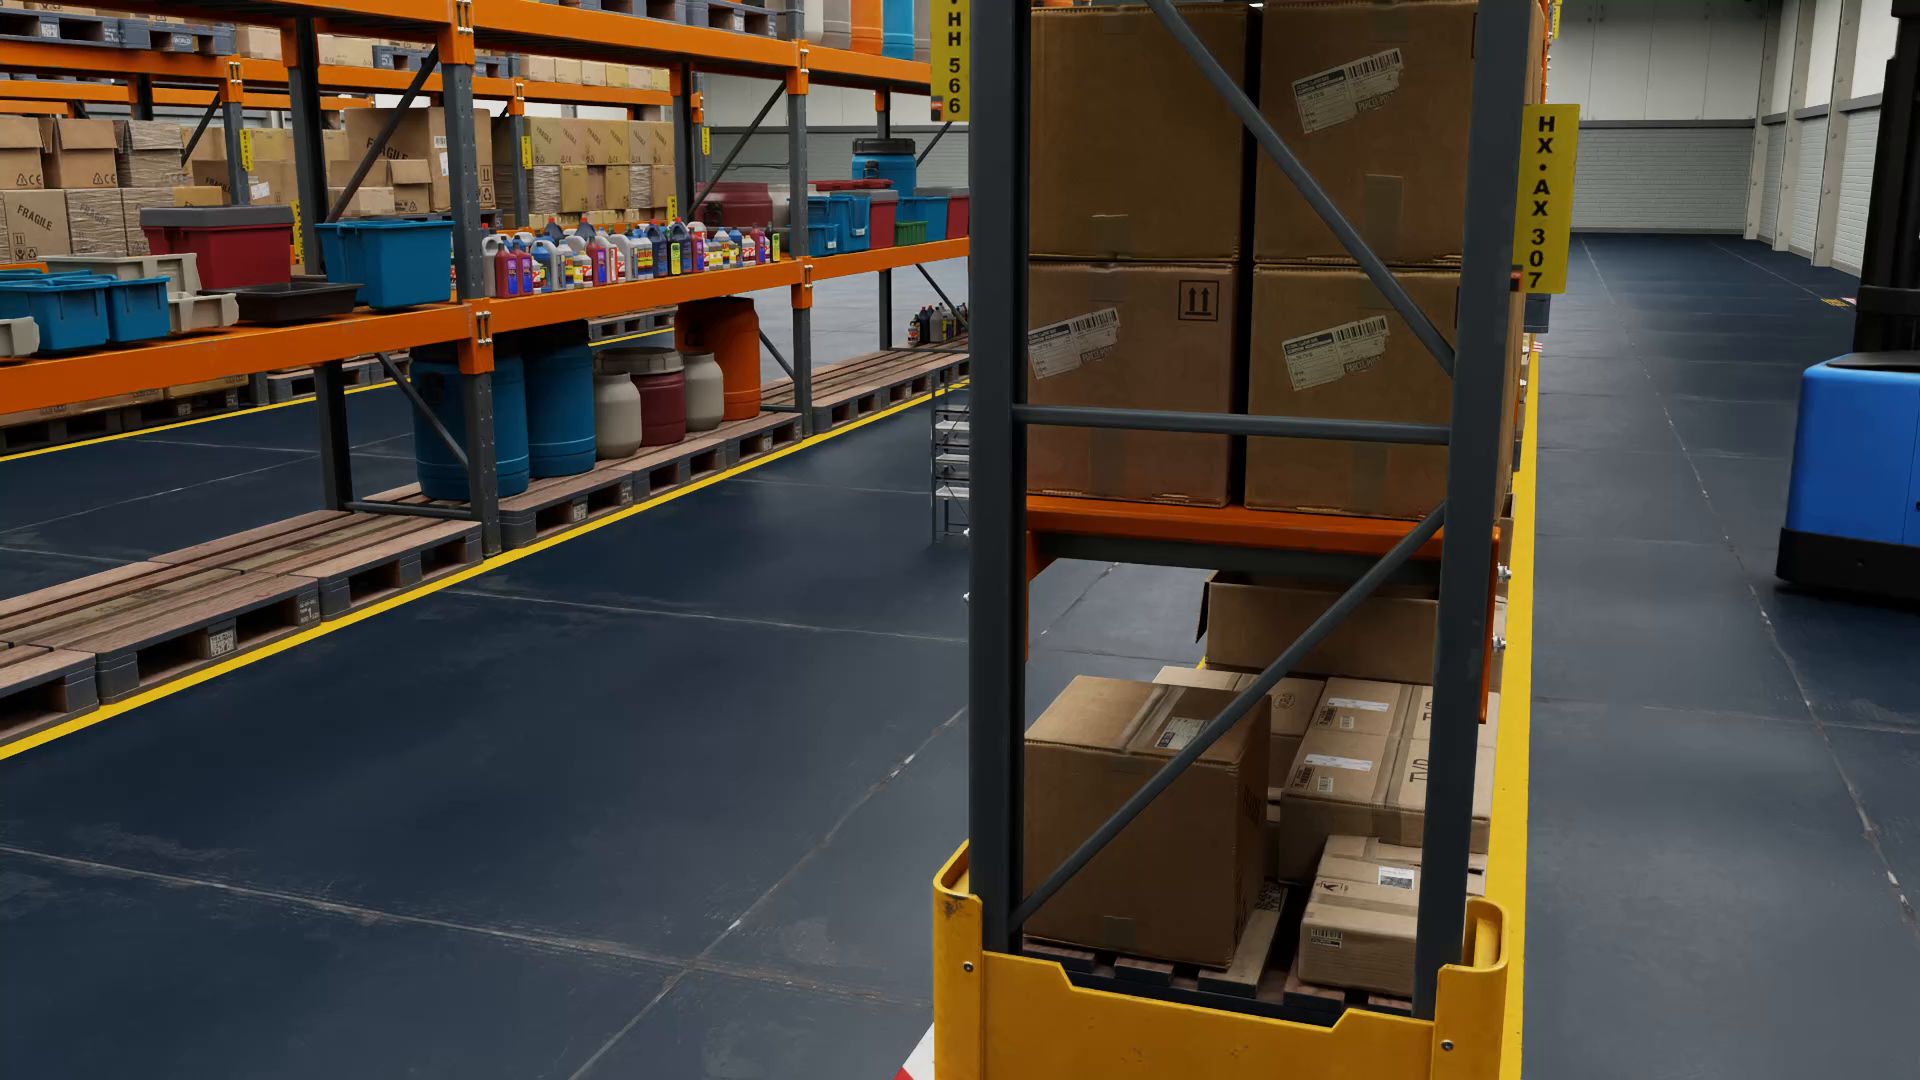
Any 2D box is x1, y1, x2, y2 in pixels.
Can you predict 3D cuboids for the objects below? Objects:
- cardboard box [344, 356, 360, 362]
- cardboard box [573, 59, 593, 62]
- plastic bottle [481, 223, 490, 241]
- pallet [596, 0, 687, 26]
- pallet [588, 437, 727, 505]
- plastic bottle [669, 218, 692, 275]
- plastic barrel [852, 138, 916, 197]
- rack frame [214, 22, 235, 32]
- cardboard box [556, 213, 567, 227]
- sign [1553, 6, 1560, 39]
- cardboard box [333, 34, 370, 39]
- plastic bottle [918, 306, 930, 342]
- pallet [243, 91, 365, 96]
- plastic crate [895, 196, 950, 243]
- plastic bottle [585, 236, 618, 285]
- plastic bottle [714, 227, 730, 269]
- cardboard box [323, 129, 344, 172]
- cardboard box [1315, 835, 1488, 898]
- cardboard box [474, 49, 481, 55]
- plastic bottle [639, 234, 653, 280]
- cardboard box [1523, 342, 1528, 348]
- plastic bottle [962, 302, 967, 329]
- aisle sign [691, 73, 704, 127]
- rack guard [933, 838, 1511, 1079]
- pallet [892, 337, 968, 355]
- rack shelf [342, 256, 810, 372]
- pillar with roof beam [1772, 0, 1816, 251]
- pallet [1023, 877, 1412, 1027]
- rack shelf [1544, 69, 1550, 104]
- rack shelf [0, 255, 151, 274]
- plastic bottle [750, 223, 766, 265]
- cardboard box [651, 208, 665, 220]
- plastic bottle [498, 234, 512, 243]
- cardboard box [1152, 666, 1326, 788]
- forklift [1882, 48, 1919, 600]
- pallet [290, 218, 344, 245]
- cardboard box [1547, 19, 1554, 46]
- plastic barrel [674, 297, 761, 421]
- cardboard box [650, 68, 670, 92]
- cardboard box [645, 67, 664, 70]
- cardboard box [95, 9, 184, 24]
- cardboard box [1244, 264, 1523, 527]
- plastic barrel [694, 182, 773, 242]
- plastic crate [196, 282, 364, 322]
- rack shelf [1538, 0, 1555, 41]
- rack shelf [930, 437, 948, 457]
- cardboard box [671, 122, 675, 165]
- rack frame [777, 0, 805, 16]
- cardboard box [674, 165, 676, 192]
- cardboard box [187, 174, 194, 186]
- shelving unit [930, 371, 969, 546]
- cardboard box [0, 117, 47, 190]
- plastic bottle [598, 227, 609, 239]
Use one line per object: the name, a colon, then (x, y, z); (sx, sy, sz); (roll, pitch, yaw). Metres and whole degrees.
cardboard box: (-5.909, -1.869, 15.066); (0.700, 0.500, 0.500); (3, 13, 14)
cardboard box: (-4.247, -5.307, 18.197); (0.380, 0.149, 0.250); (4, 13, 17)
plastic bottle: (-2.698, -1.636, 9.526); (0.144, 0.351, 0.185); (4, 14, 18)
pallet: (-2.357, -3.196, 9.933); (1.003, 0.211, 1.213); (4, 14, 18)
pallet: (-2.200, -0.472, 10.583); (1.003, 0.211, 1.213); (4, 14, 18)
plastic bottle: (-1.776, -1.846, 10.444); (0.144, 0.351, 0.185); (4, 14, 18)
plastic barrel: (-0.705, -3.284, 15.508); (0.600, 0.901, 0.708); (4, 14, 18)
rack frame: (-6.274, -5.538, 13.029); (1.000, 3.000, 0.127); (4, 14, 18)
cardboard box: (-4.478, -3.463, 17.984); (0.380, 0.149, 0.250); (4, 14, 18)
sign: (6.195, -5.397, 17.341); (0.100, 0.325, 0.005); (4, 14, 18)
cardboard box: (-5.555, -4.662, 14.582); (0.500, 0.500, 0.500); (4, 13, 17)
plastic bottle: (-0.358, -2.178, 16.755); (0.144, 0.351, 0.185); (4, 13, 17)
pallet: (-8.577, -5.938, 21.723); (1.003, 0.211, 1.213); (4, 14, 18)
plastic crate: (-0.356, -2.837, 14.710); (0.392, 0.384, 0.575); (4, 14, 18)
plastic bottle: (-2.072, -1.619, 9.619); (0.152, 0.276, 0.135); (4, 14, 18)
plastic bottle: (-1.570, -1.925, 10.968); (0.097, 0.271, 0.097); (0, 13, 0)
cardboard box: (-8.594, -5.078, 21.731); (0.875, 0.550, 0.550); (4, 14, 18)
cardboard box: (1.051, 0.836, 3.963); (0.380, 0.166, 0.250); (4, 14, 18)
cardboard box: (-5.226, -5.081, 16.592); (0.797, 0.503, 0.637); (4, 13, 16)
plastic bottle: (-1.902, -1.709, 10.022); (0.097, 0.271, 0.097); (0, 13, 0)
cardboard box: (3.707, -1.237, 11.643); (0.500, 0.311, 0.500); (4, 13, 17)
plastic bottle: (0.029, -2.426, 17.990); (0.061, 0.283, 0.133); (5, 14, 19)
aisle sign: (-3.382, -5.557, 20.750); (0.394, 0.787, 0.004); (4, 14, 18)
rack guard: (0.534, 0.988, 3.537); (1.175, 0.500, 0.348); (4, 14, 18)
pallet: (-0.037, -1.878, 16.741); (1.003, 0.211, 1.213); (4, 14, 18)
rack shelf: (-2.235, -1.485, 10.370); (1.077, 0.370, 4.000); (4, 14, 18)
pillar with roof beam: (14.659, -11.306, 38.301); (9.100, 9.000, 0.400); (4, 14, 18)
pallet: (5.119, -7.038, 26.340); (7.867, 5.999, 48.037); (4, 14, 18)
rack shelf: (5.039, -4.274, 15.850); (1.077, 0.370, 4.000); (4, 14, 18)
rack shelf: (-6.921, -1.842, 11.932); (1.077, 0.370, 4.000); (4, 14, 18)
plastic bottle: (-1.390, -2.035, 11.427); (0.061, 0.283, 0.133); (4, 14, 18)
cardboard box: (-3.792, -3.940, 20.074); (0.380, 0.149, 0.250); (4, 14, 18)
plastic bottle: (-2.735, -1.672, 9.850); (0.152, 0.276, 0.135); (4, 14, 18)
cardboard box: (0.788, 0.581, 4.892); (0.500, 0.250, 0.500); (4, 14, 18)
forklift: (6.141, -1.447, 8.742); (2.052, 2.935, 4.820); (11, 17, 39)
pallet: (-6.145, -2.678, 14.409); (1.213, 0.211, 1.003); (4, 14, 18)
cardboard box: (5.383, -4.897, 15.904); (0.500, 0.311, 0.500); (6, 14, 25)
plastic barrel: (-1.730, -1.299, 11.873); (0.600, 0.830, 0.708); (4, 14, 18)
cardboard box: (-3.760, -5.462, 19.773); (0.500, 0.250, 0.500); (4, 14, 19)
cardboard box: (-3.719, -5.634, 19.632); (0.380, 0.149, 0.250); (4, 14, 19)
cardboard box: (-6.404, -4.197, 12.719); (0.797, 0.503, 0.637); (5, 14, 22)
cardboard box: (2.724, -1.738, 9.304); (0.897, 0.649, 12.982); (4, 14, 18)
plastic barrel: (-1.724, -2.443, 12.643); (0.600, 0.536, 0.708); (4, 14, 18)
plastic crate: (-2.990, -1.055, 7.351); (0.437, 0.125, 0.590); (4, 14, 18)
rack shelf: (1.157, -1.748, 4.780); (1.077, 0.370, 4.000); (4, 14, 18)
rack shelf: (-0.003, -0.492, 8.868); (0.258, 0.077, 0.200); (4, 14, 18)
cardboard box: (-3.630, -4.845, 20.336); (0.500, 0.500, 0.500); (4, 14, 18)
rack frame: (-1.588, -5.182, 11.467); (1.000, 3.000, 0.127); (4, 14, 18)
cardboard box: (-3.890, -4.378, 20.534); (0.875, 0.500, 0.500); (4, 14, 18)
cardboard box: (-9.376, -4.103, 19.887); (0.875, 0.550, 0.550); (4, 14, 18)
shelving unit: (-0.003, -0.437, 8.880); (0.258, 0.900, 0.210); (4, 14, 18)
cardboard box: (-6.950, -2.720, 11.684); (0.797, 0.503, 0.637); (5, 14, 20)
plastic bottle: (-2.365, -1.930, 10.990); (0.097, 0.271, 0.097); (0, 13, 0)
